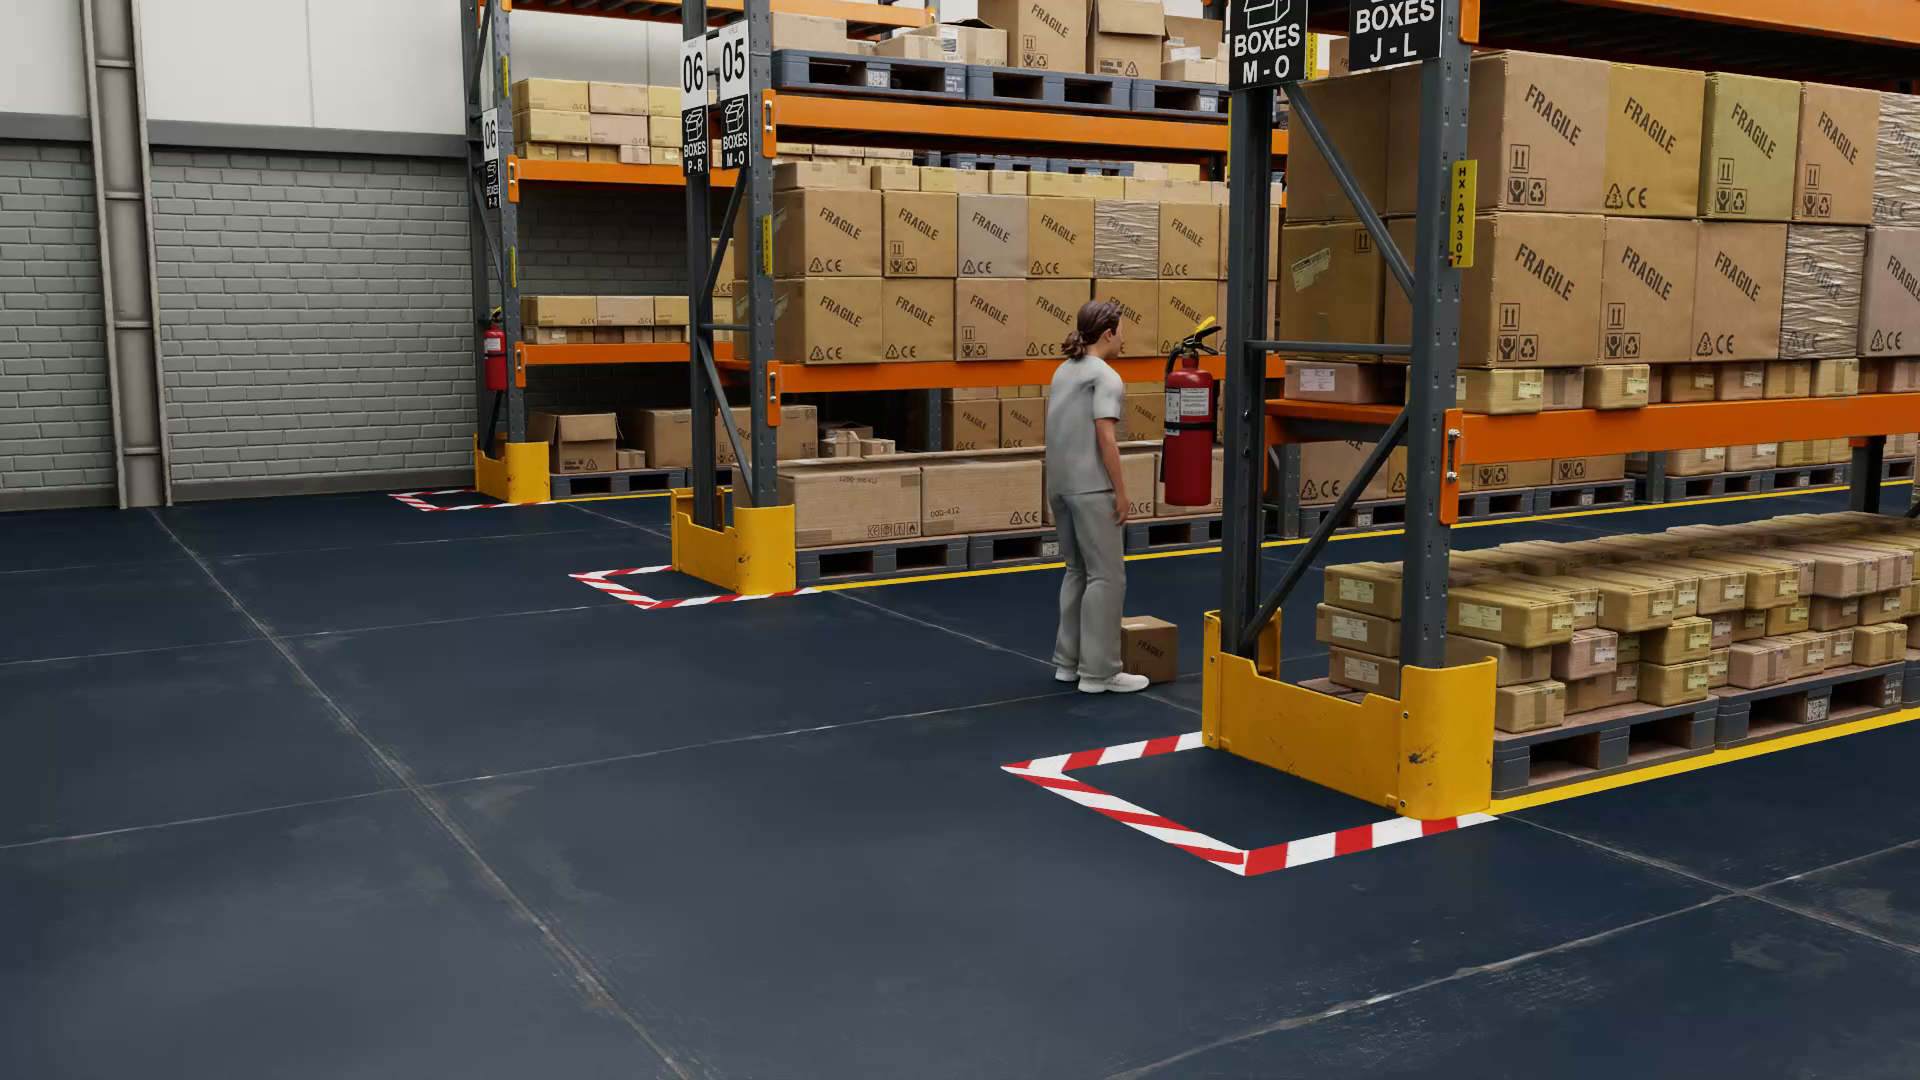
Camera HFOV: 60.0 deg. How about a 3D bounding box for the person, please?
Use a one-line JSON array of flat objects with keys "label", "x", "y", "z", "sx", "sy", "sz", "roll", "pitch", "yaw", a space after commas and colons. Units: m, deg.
[{"label": "person", "x": 0.572, "y": -0.198, "z": 7.206, "sx": 0.370, "sy": 1.671, "sz": 0.514, "roll": -4, "pitch": 9, "yaw": -26}]
